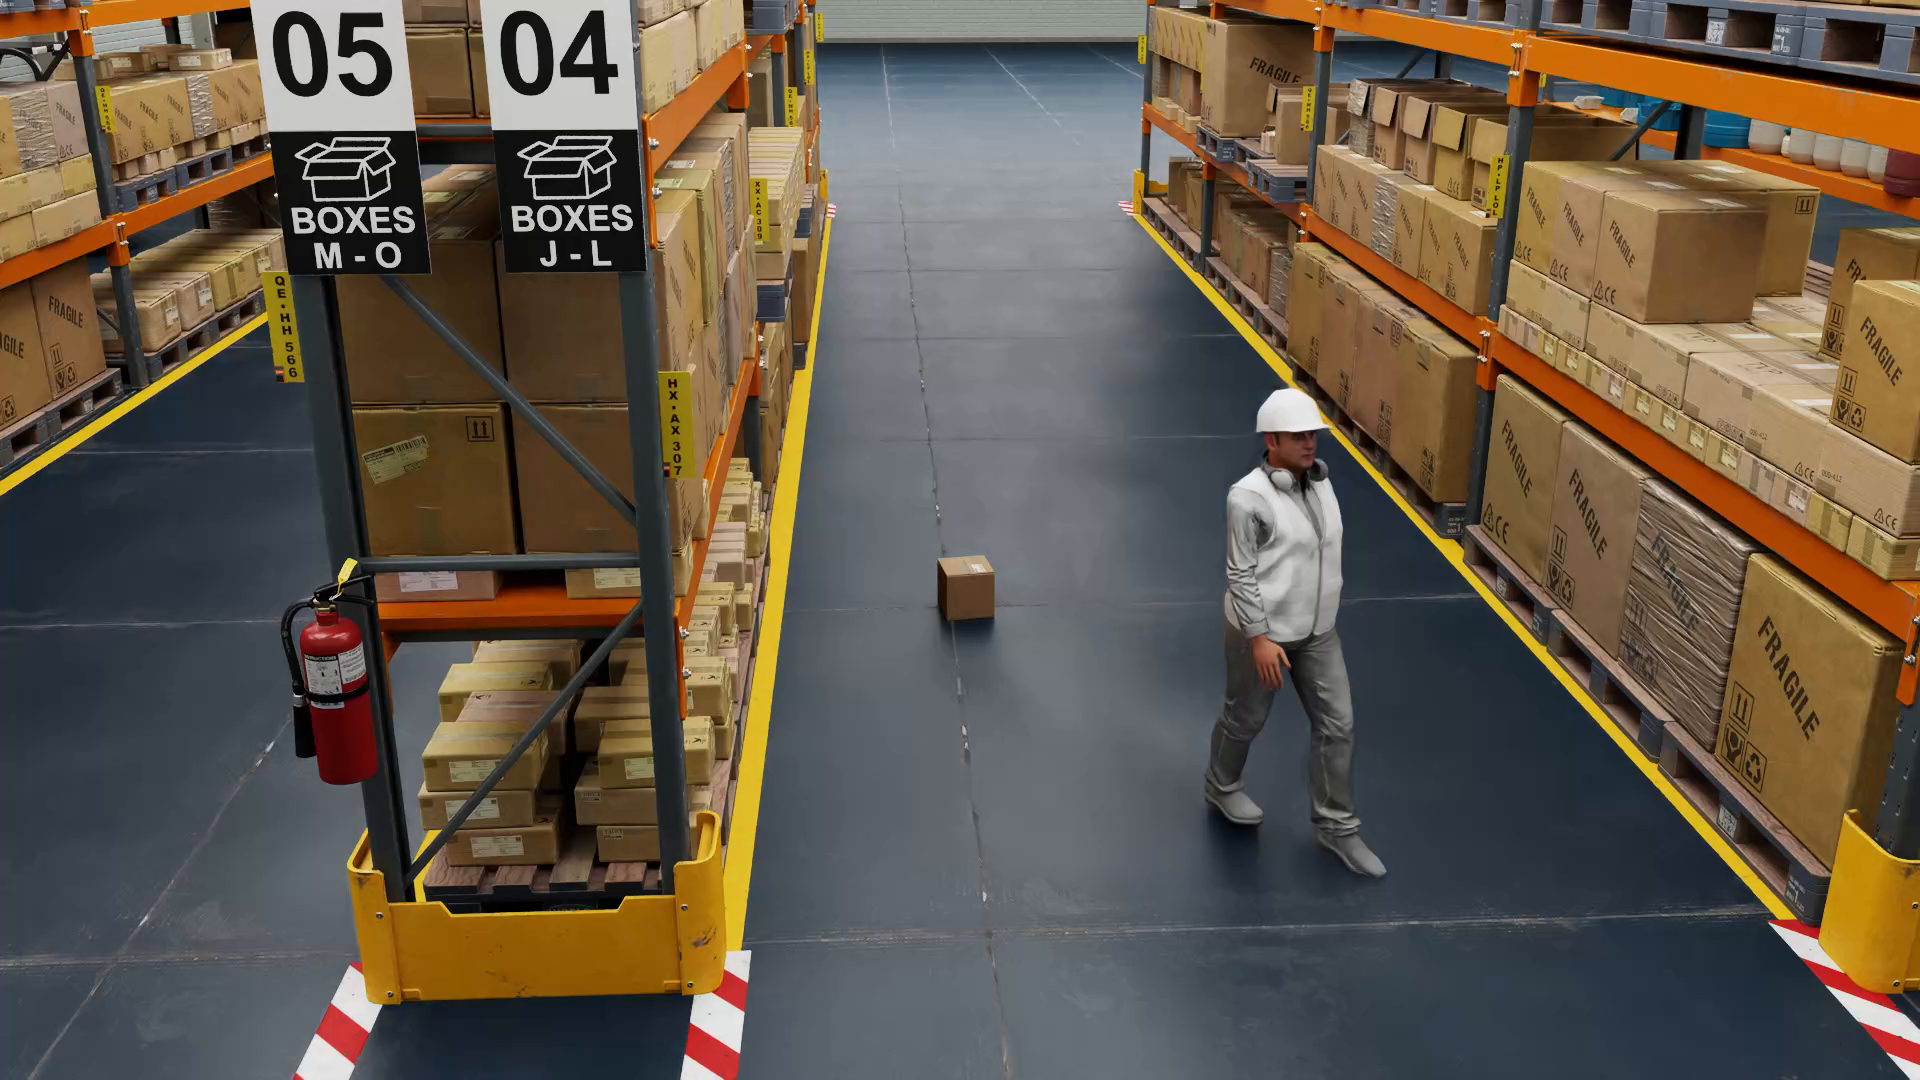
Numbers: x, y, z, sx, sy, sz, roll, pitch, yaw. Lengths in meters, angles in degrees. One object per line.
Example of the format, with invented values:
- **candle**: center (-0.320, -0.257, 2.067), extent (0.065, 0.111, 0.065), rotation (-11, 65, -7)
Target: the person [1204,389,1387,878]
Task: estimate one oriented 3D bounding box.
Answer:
- **person**: center (1.227, 0.346, 6.119), extent (0.570, 1.797, 0.790), rotation (-13, 24, -31)
